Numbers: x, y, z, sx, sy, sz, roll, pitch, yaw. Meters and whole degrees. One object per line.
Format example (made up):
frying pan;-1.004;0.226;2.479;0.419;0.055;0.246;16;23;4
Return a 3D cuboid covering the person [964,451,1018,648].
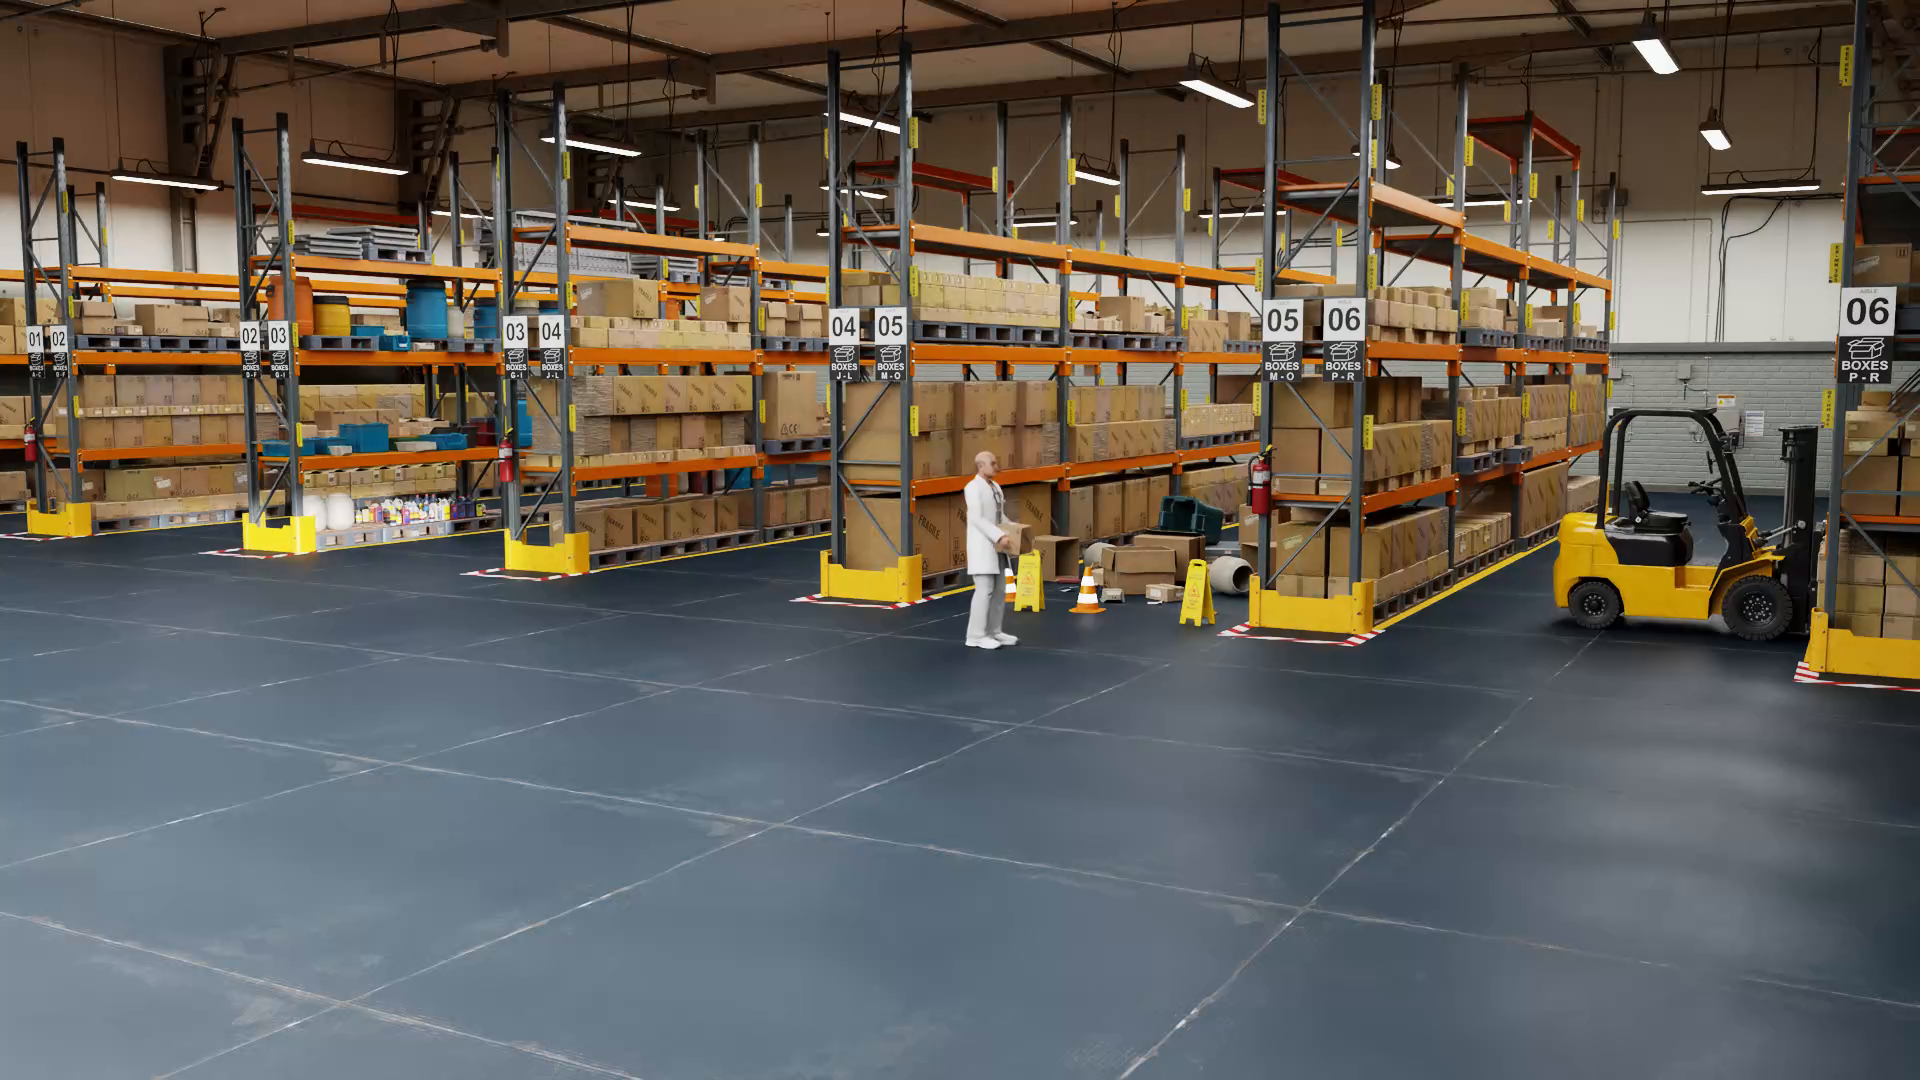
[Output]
person;0.331;0.084;15.204;0.517;1.782;0.559;3;7;28
